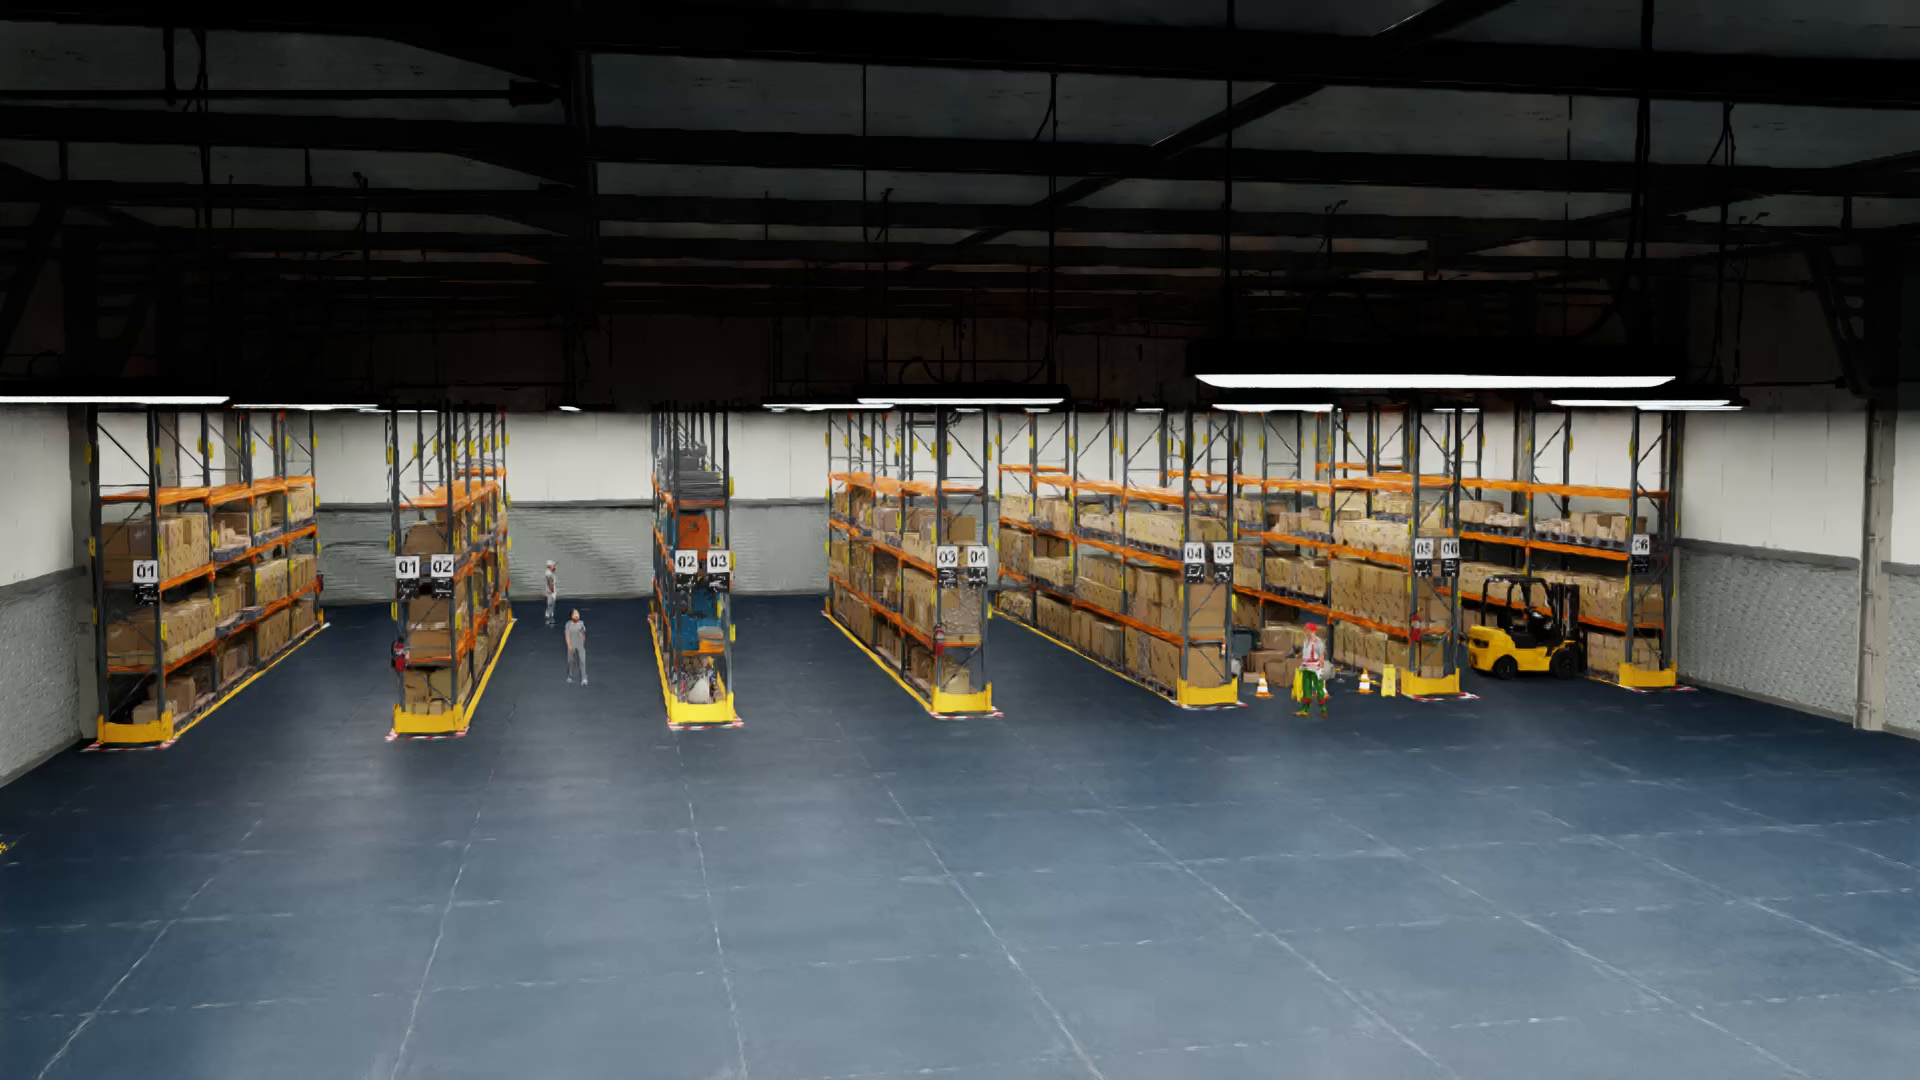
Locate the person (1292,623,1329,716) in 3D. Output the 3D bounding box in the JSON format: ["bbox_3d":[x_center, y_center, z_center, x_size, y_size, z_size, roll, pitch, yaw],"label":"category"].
[{"bbox_3d":[6.686,2.457,31.560,0.544,1.792,0.666,-2,5,-30],"label":"person"}]

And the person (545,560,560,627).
[{"bbox_3d":[-11.025,1.424,44.907,0.388,1.792,0.676,-1,4,-11],"label":"person"}]

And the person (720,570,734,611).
[{"bbox_3d":[-6.881,1.198,48.649,0.553,1.725,1.022,-1,4,-13],"label":"person"}]

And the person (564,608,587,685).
[{"bbox_3d":[-8.168,2.250,35.278,0.444,1.601,1.016,-2,5,-20],"label":"person"}]
